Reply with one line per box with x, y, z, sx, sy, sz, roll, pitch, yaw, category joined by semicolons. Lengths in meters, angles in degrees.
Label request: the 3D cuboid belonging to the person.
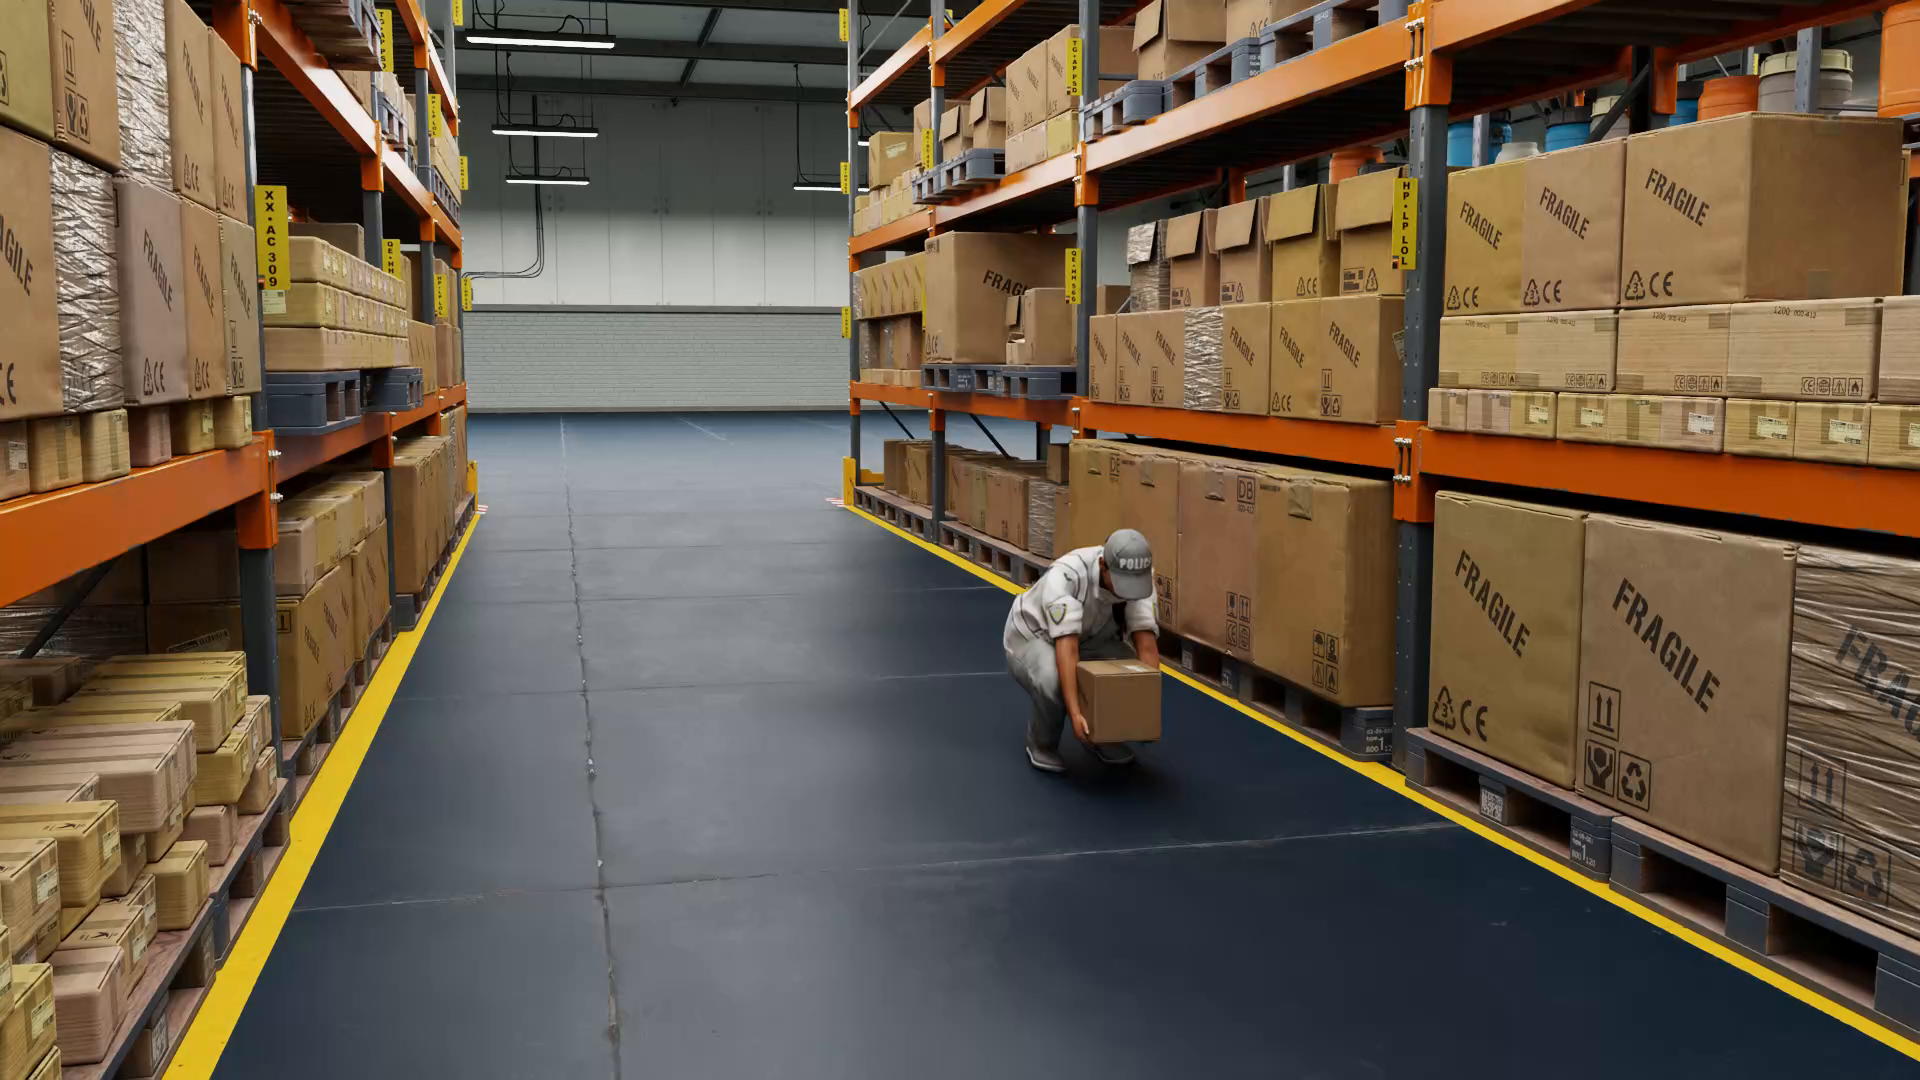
0.486;0.406;6.328;0.505;0.950;0.875;-2;7;-17;person
